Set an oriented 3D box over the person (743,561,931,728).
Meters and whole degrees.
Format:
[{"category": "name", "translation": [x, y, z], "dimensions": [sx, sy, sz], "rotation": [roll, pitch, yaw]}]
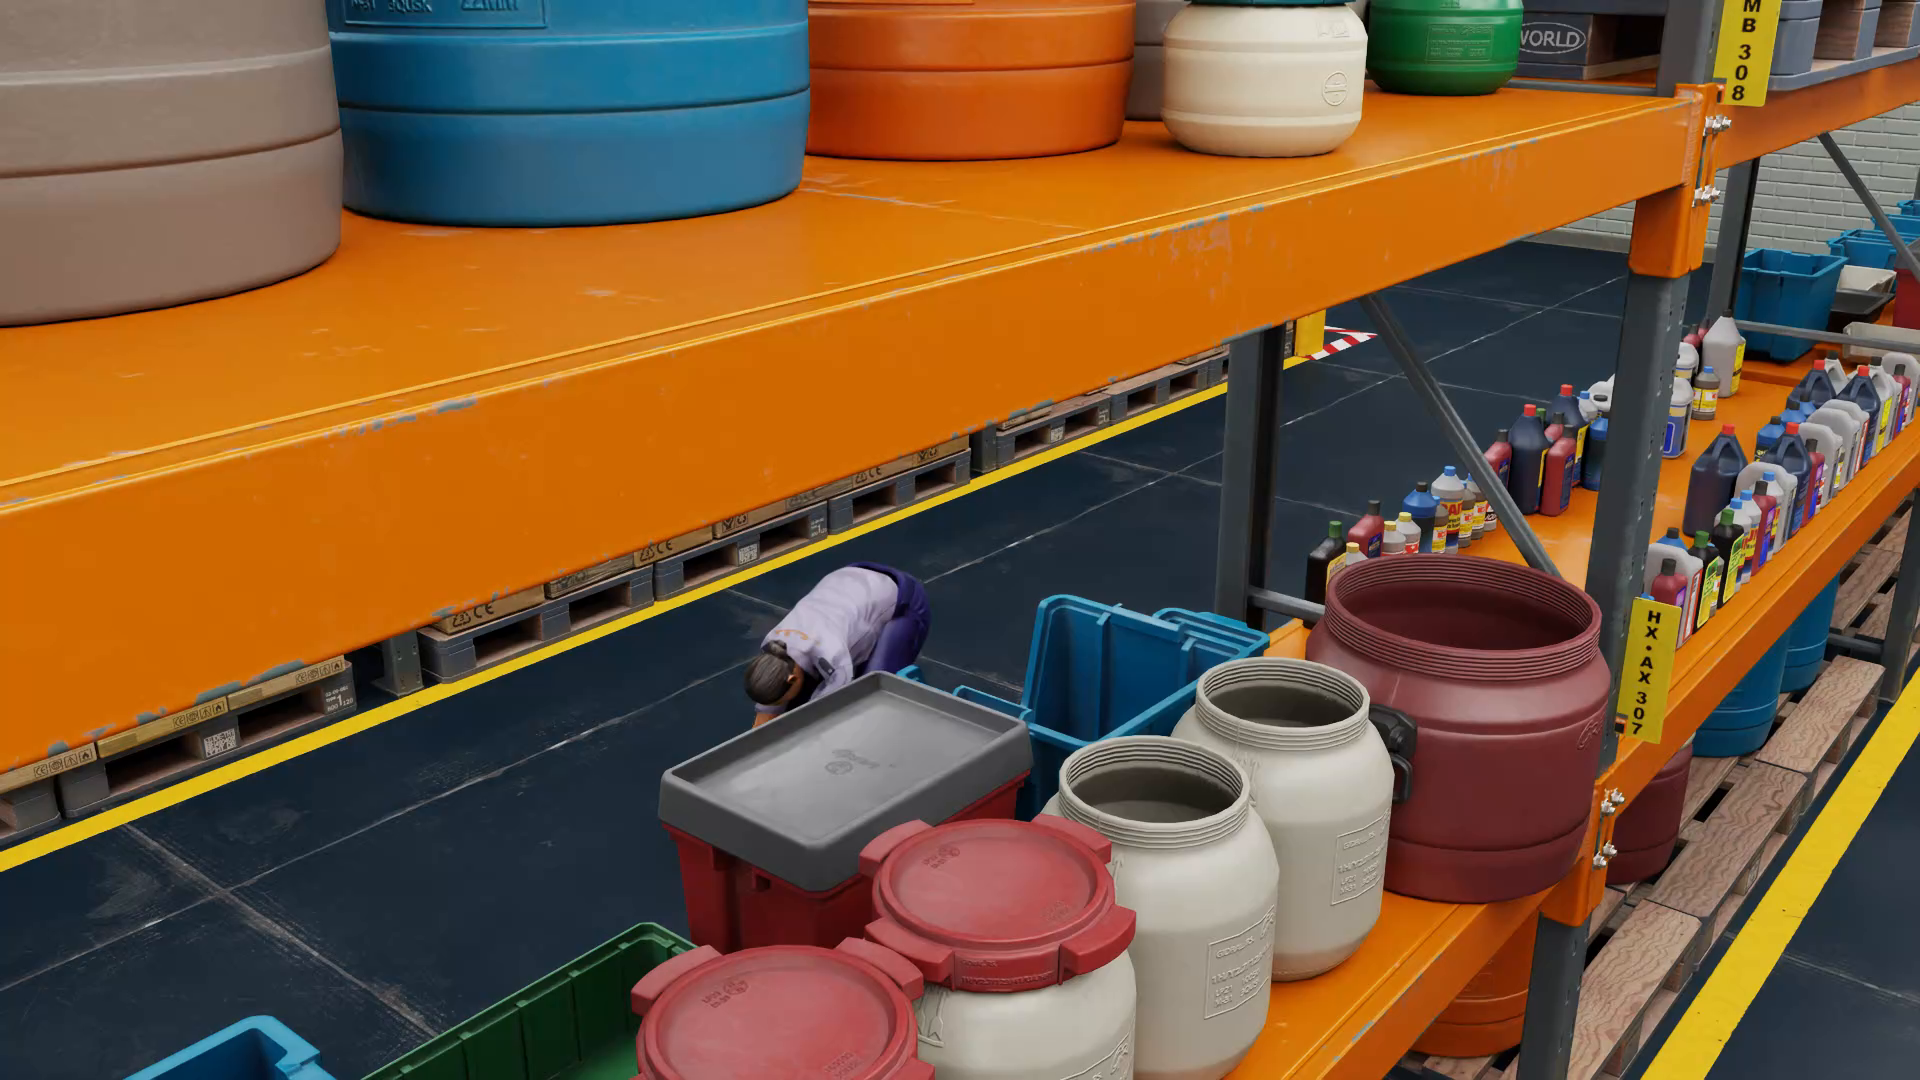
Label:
[{"category": "person", "translation": [-0.478, 0.567, 6.258], "dimensions": [0.521, 0.830, 0.900], "rotation": [15, 25, 34]}]
